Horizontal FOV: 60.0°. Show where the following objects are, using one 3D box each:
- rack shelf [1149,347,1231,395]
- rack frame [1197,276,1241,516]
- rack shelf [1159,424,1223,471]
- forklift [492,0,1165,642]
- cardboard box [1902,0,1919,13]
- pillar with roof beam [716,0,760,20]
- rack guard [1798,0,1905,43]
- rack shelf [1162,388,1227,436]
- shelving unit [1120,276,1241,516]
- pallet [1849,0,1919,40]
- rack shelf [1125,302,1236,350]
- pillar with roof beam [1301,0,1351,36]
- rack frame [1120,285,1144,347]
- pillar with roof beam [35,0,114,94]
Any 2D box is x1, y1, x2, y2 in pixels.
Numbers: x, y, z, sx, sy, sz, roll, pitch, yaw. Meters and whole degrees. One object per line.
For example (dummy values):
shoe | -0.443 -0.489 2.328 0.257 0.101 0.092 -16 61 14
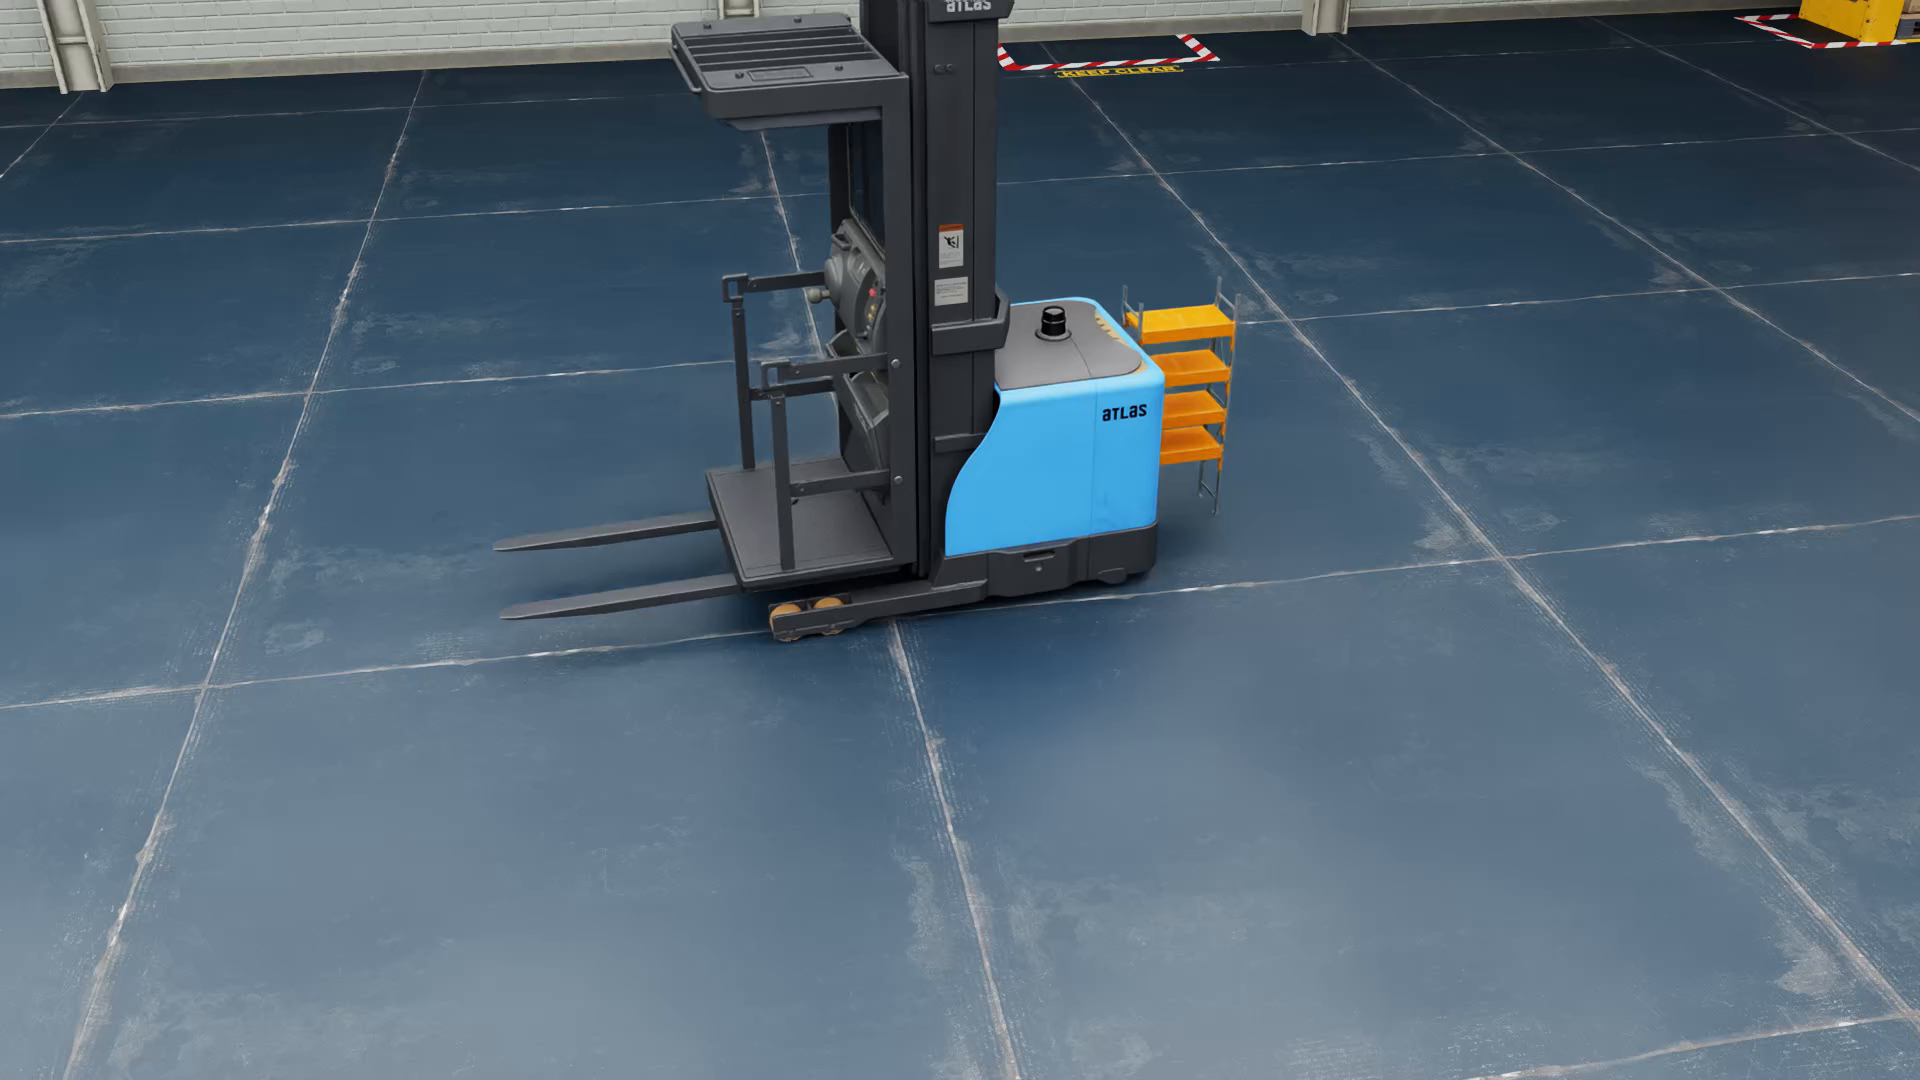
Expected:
rack shelf | 1.047 -0.804 8.118 0.480 0.148 0.258 -7 31 -14
rack frame | 1.280 -0.699 8.255 0.015 1.200 0.240 -7 31 -14
rack shelf | 1.042 -0.439 8.331 0.480 0.148 0.258 -7 31 -14
forklift | -0.641 -1.106 7.239 3.031 2.935 1.130 -8 31 -14
cardboard box | 9.828 -5.659 17.133 0.500 0.311 0.500 -9 32 -15
pillar with roof beam | -1.364 -6.449 10.340 0.400 9.000 9.100 -5 31 -9
rack guard | 9.206 -5.539 17.178 0.348 0.500 1.175 -5 31 -9
rack shelf | 1.044 -0.610 8.231 0.480 0.148 0.258 -7 31 -14
shelving unit | 1.045 -0.668 8.197 0.503 1.200 0.258 -7 31 -14
pallet | 10.011 -5.471 17.347 1.213 0.211 1.003 -5 31 -9
rack shelf | 1.050 -1.008 7.999 0.480 0.148 0.258 -7 31 -14
pillar with roof beam | 4.537 -6.997 11.272 0.400 9.000 9.100 -5 31 -9
rack frame | 0.810 -0.638 8.139 0.015 1.200 0.240 -7 31 -14
pillar with roof beam | -7.266 -5.902 9.409 0.400 9.000 9.100 -5 31 -9
